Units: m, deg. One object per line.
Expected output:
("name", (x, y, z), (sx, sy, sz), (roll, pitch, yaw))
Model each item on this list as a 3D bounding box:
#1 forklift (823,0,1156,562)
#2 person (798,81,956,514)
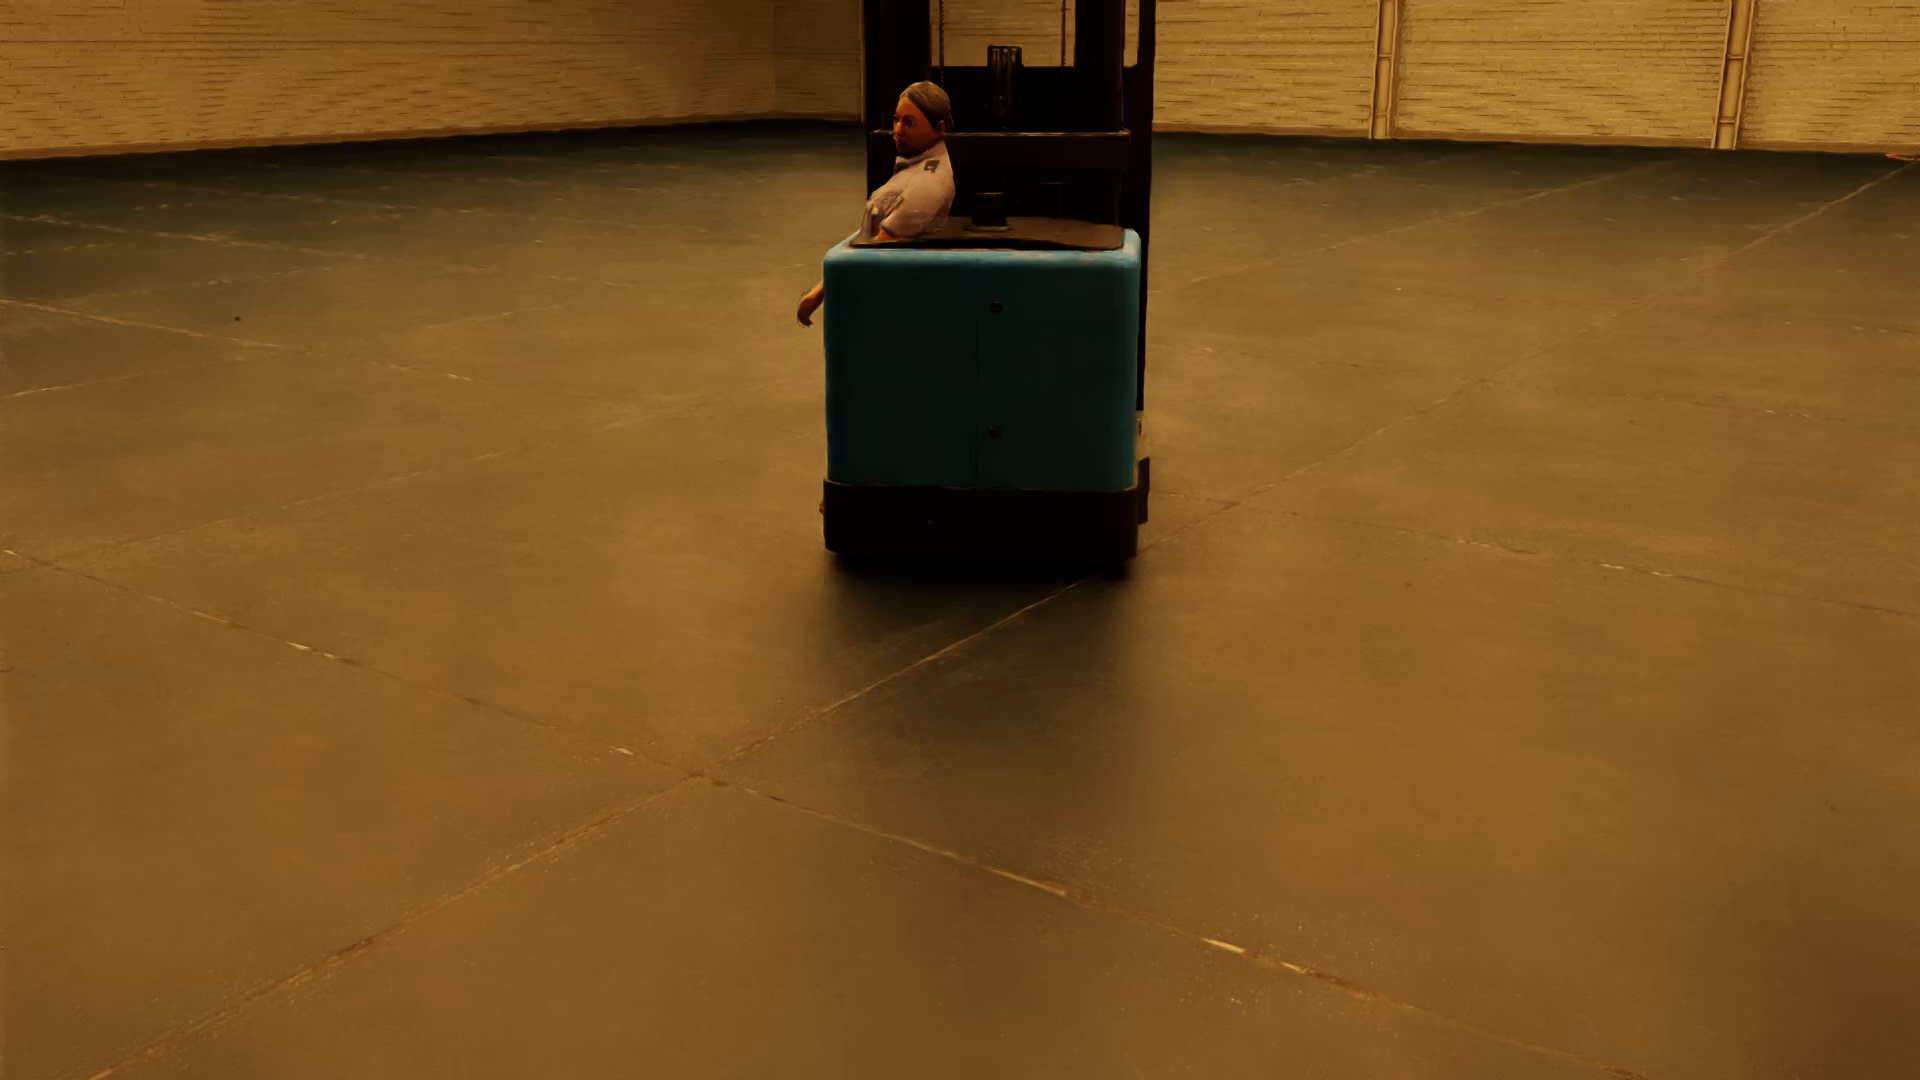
("forklift", (0.213, -1.707, 6.540), (1.130, 2.935, 3.031), (2, 17, 6))
("person", (-0.221, -0.772, 5.746), (0.706, 1.573, 0.623), (-3, 17, -10))
